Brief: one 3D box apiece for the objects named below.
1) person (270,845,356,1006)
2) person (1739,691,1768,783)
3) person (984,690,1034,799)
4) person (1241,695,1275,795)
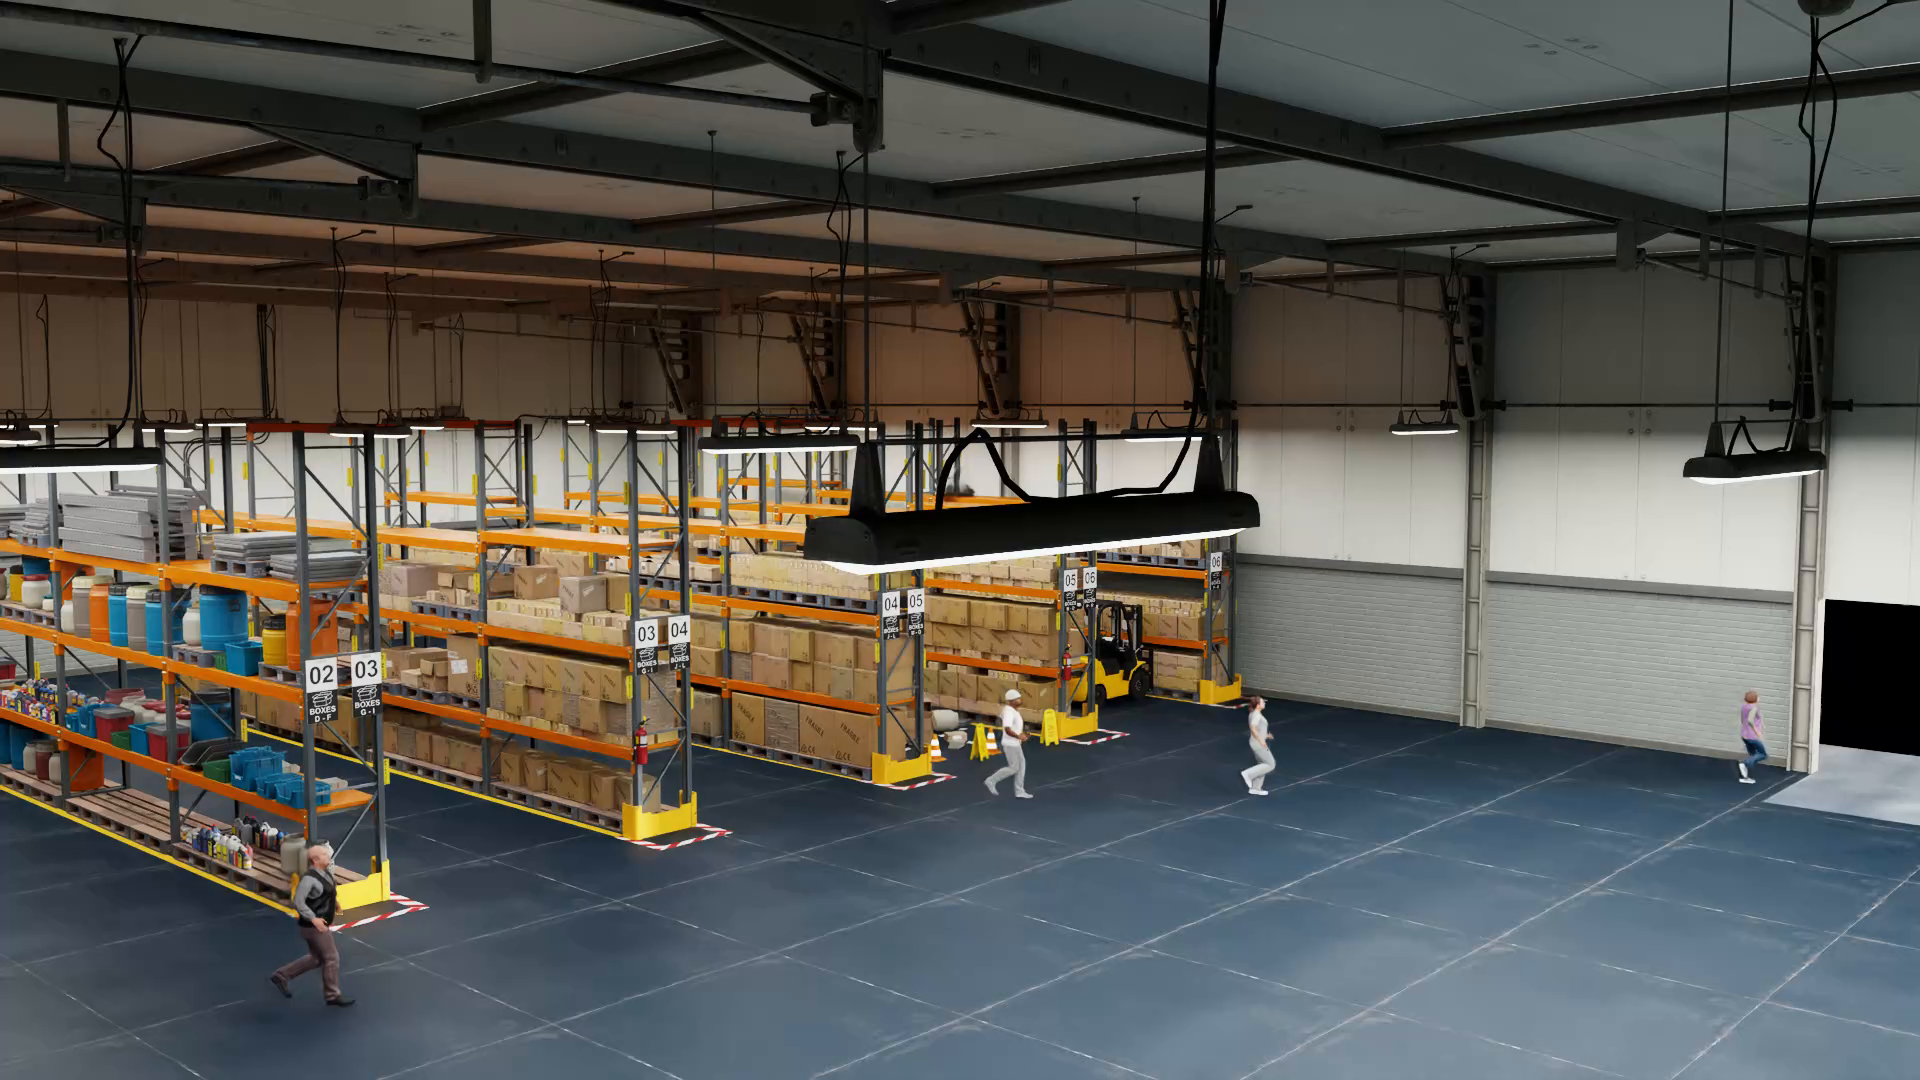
[{"bbox_3d":[-6.799,4.040,17.422,0.854,1.715,0.659,-1,5,-12],"label":"person"},{"bbox_3d":[13.236,3.299,27.745,0.537,1.538,0.530,0,5,-4],"label":"person"},{"bbox_3d":[0.795,3.278,26.703,0.801,1.765,0.726,0,5,4],"label":"person"},{"bbox_3d":[4.828,3.326,26.959,0.562,1.626,0.571,0,5,-2],"label":"person"}]
